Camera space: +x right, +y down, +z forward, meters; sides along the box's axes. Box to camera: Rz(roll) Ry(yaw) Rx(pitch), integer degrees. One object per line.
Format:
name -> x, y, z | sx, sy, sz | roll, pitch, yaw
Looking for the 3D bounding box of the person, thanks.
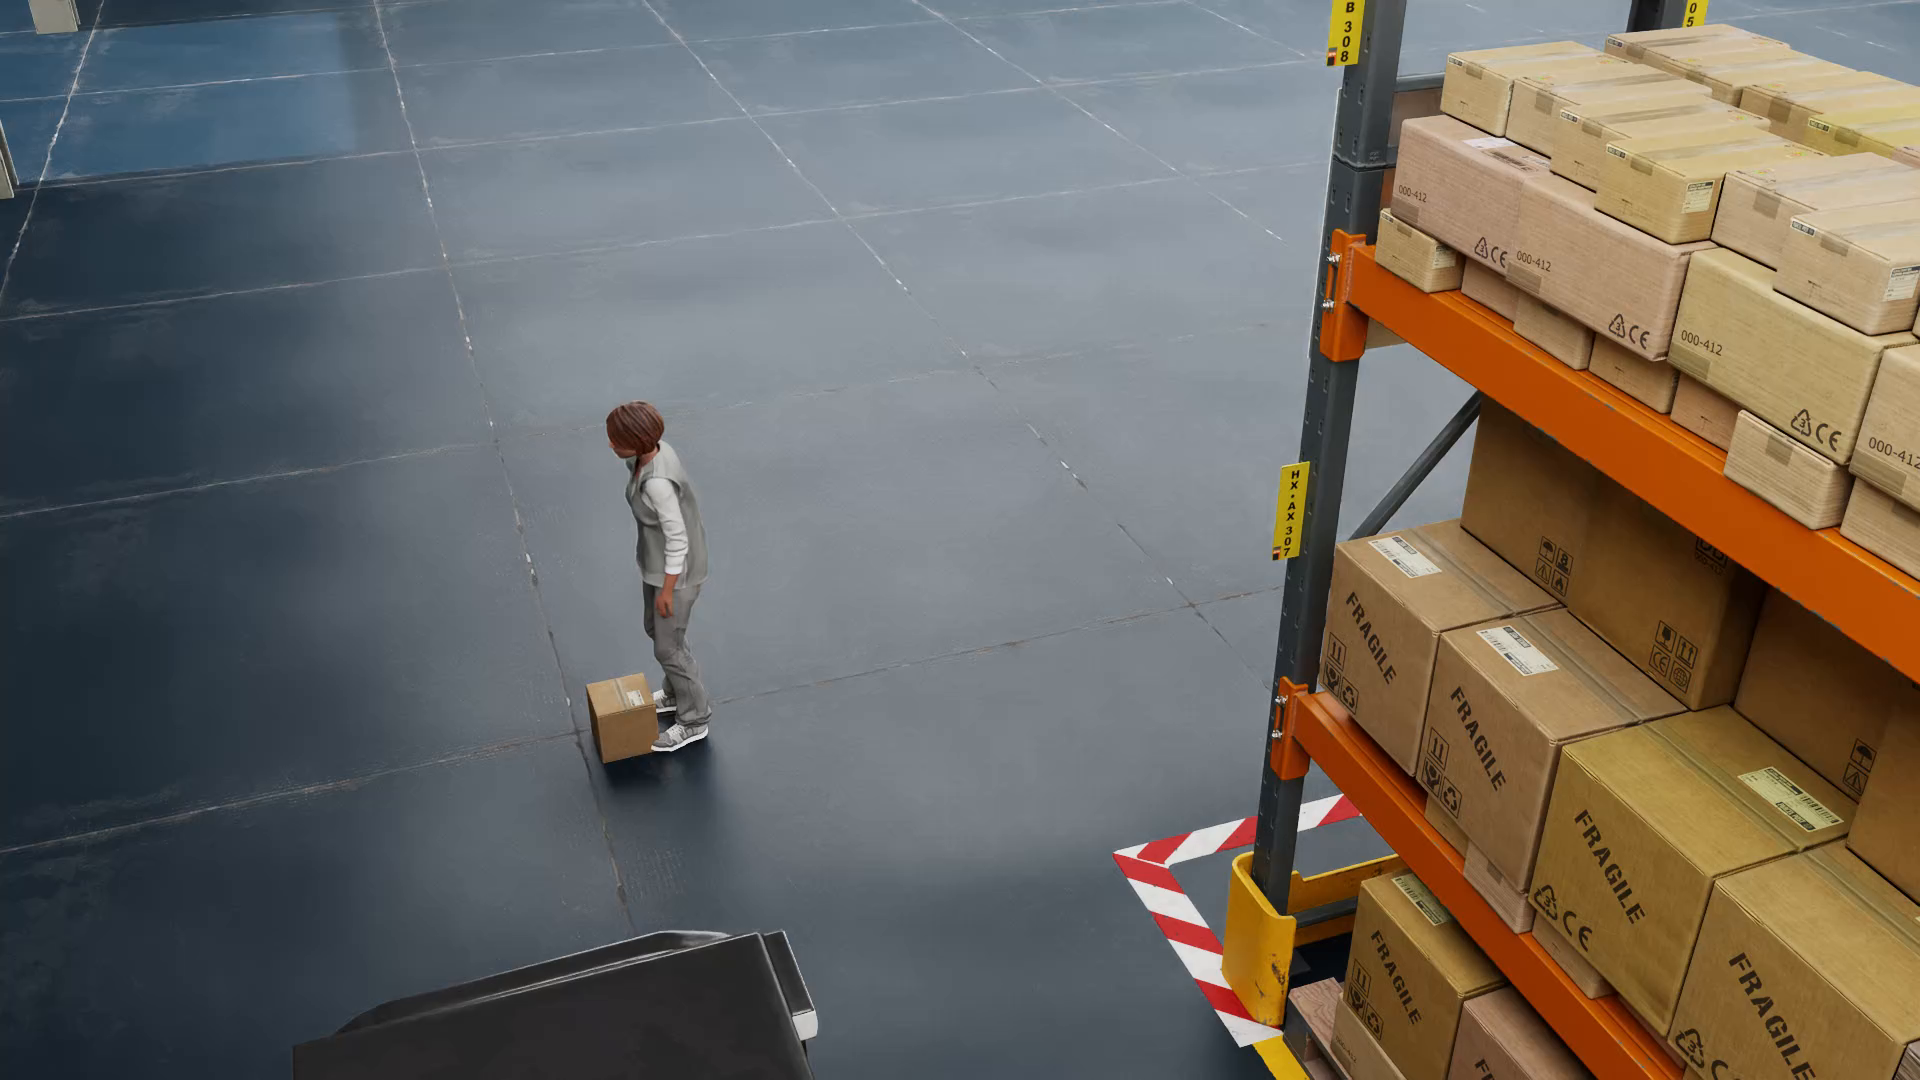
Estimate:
person -> -1.225, 0.136, 6.907 | 0.344, 1.592, 0.460 | -10, 32, -17
